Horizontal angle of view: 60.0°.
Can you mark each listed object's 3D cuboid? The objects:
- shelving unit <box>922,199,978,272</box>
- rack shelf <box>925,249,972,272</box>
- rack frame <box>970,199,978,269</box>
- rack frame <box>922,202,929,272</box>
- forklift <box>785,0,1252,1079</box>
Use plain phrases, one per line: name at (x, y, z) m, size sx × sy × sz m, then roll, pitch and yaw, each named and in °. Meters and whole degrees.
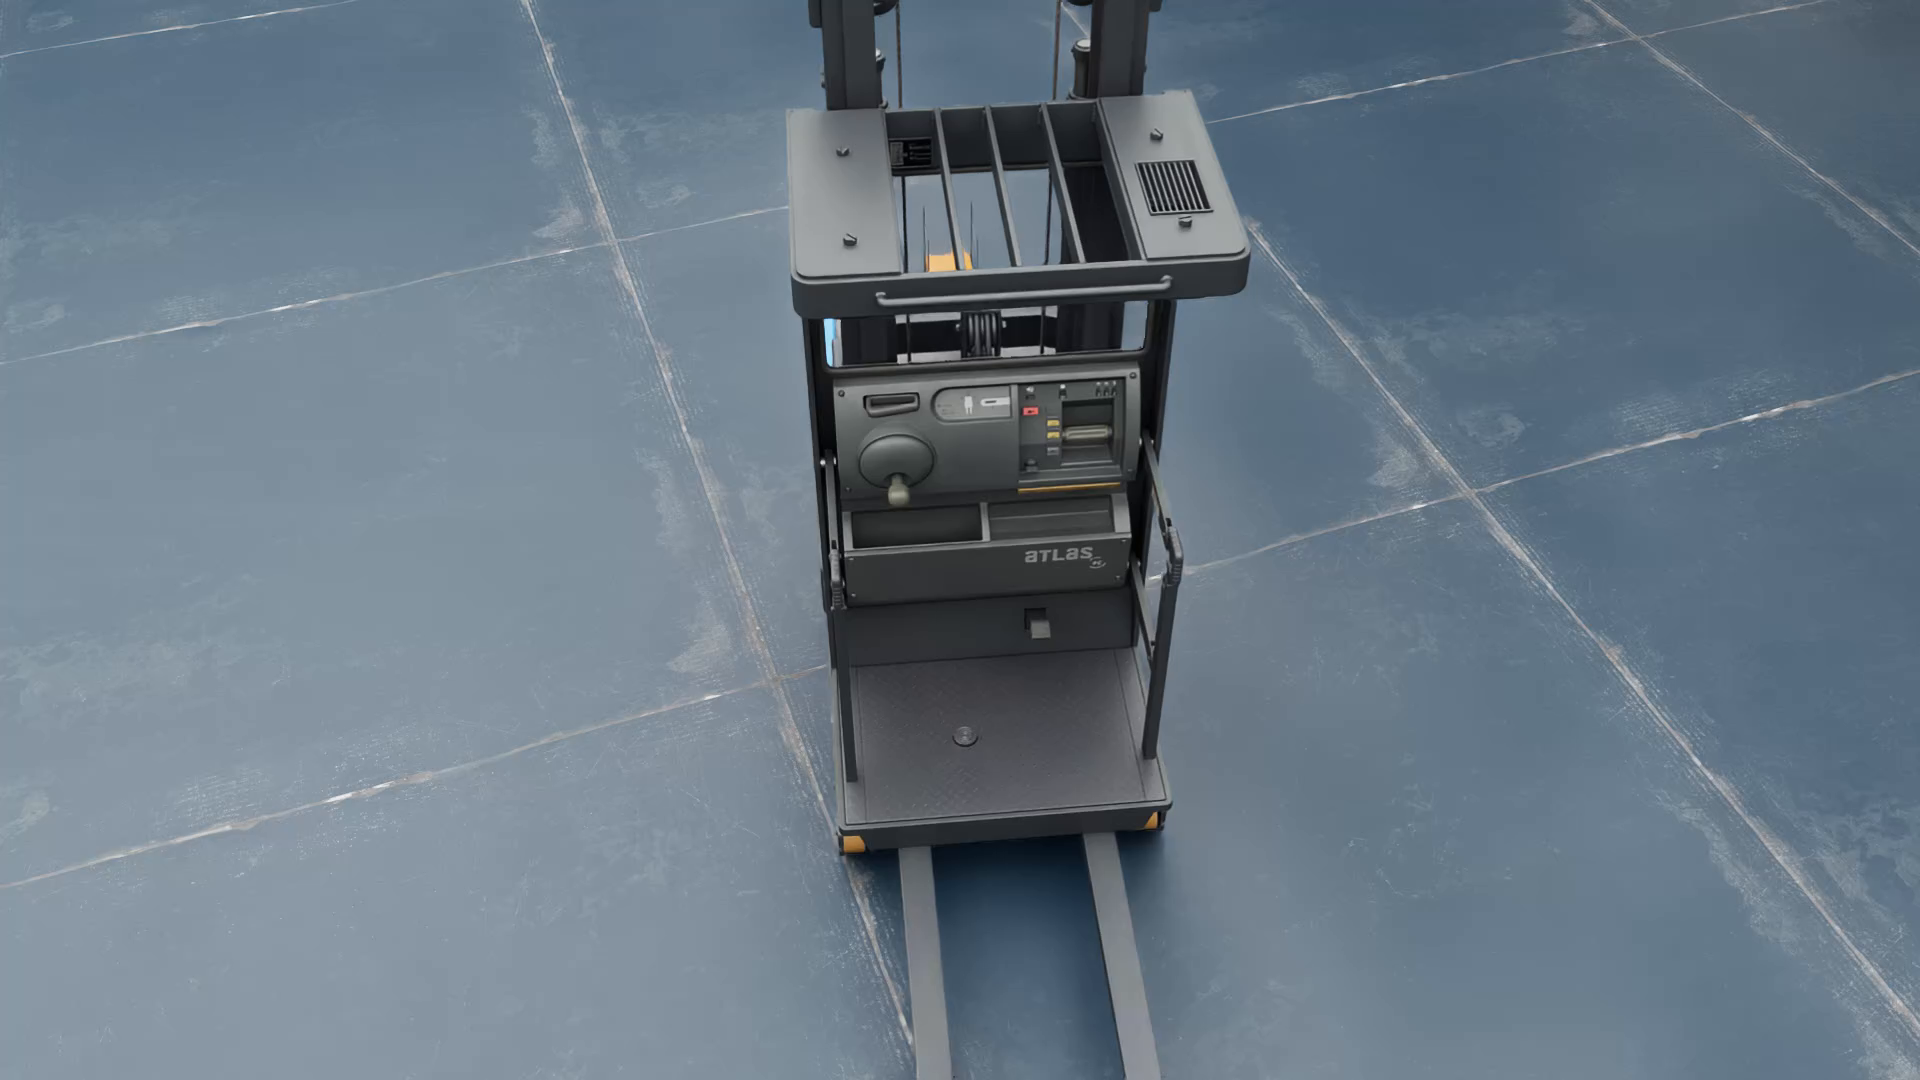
shelving unit at (-0.039, -0.788, 6.688) m, size 0.189 × 1.200 × 0.258 m, roll -4°, pitch 45°, yaw -4°
rack shelf at (-0.039, -1.011, 6.465) m, size 0.180 × 0.103 × 0.258 m, roll -4°, pitch 45°, yaw -4°
rack frame at (0.053, -0.794, 6.694) m, size 0.006 × 1.200 × 0.240 m, roll -4°, pitch 45°, yaw -4°
rack frame at (-0.130, -0.782, 6.682) m, size 0.006 × 1.200 × 0.240 m, roll -4°, pitch 45°, yaw -4°
forklift at (0.109, -0.226, 4.906) m, size 1.130 × 2.935 × 3.031 m, roll -4°, pitch 45°, yaw -4°
